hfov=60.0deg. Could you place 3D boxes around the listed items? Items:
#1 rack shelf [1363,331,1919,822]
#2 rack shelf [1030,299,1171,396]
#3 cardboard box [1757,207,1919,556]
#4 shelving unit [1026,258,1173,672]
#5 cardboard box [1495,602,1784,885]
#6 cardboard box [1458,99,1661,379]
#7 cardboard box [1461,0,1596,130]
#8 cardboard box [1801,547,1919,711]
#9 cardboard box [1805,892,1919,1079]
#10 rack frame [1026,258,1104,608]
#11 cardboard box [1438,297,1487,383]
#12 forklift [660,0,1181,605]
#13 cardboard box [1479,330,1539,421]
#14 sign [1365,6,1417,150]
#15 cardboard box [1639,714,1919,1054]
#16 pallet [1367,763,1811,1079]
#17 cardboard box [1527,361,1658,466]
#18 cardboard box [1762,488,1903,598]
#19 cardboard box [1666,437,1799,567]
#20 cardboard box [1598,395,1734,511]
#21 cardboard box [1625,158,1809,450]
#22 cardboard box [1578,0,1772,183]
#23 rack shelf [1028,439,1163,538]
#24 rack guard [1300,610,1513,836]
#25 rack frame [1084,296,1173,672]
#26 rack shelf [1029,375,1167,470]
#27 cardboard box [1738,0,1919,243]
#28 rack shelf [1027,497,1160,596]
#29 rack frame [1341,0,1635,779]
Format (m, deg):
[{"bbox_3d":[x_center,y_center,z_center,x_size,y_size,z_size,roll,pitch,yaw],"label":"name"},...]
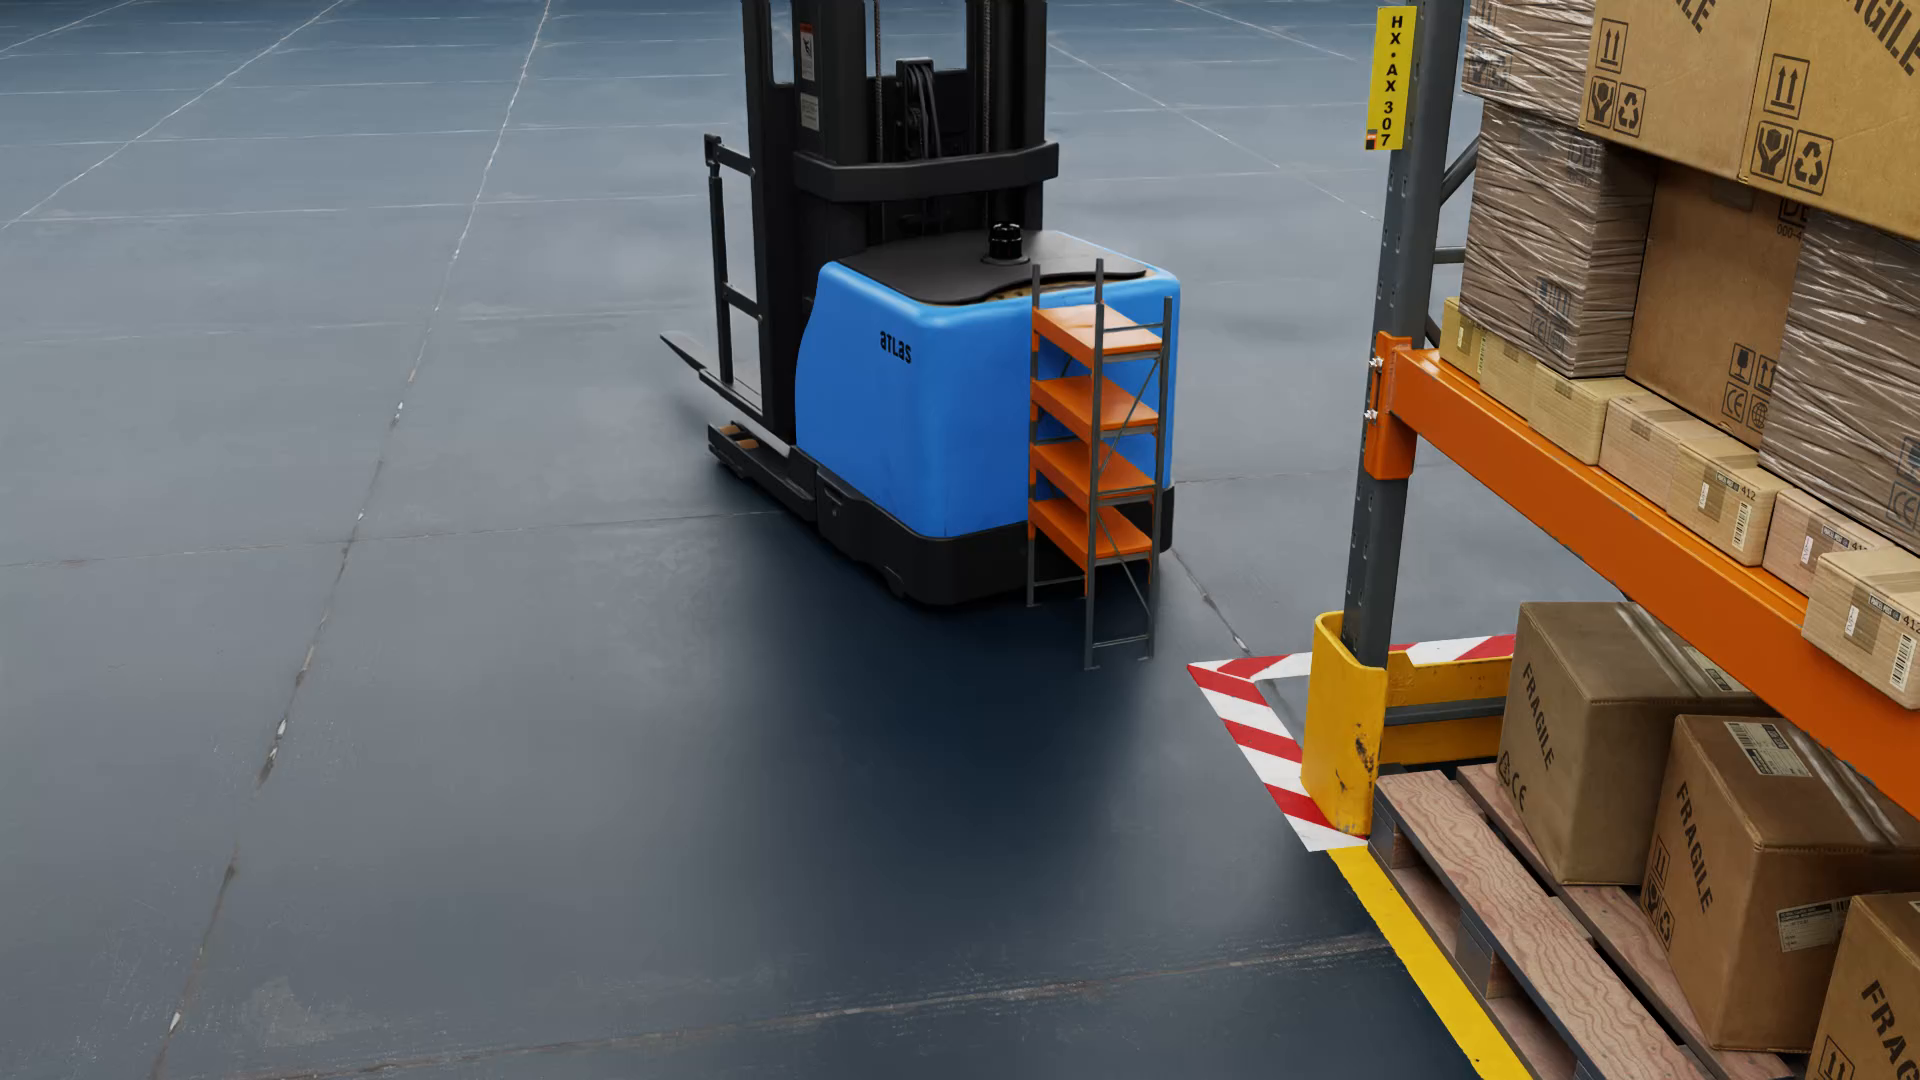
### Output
[{"bbox_3d":[1.912,0.396,2.495,1.077,0.370,4.000,-4,24,-10],"label":"rack shelf"},{"bbox_3d":[0.427,-0.602,5.148,0.258,0.148,0.480,-8,25,-18],"label":"rack shelf"},{"bbox_3d":[1.878,-0.297,2.685,0.875,0.500,0.500,-4,24,-10],"label":"cardboard box"},{"bbox_3d":[0.427,-0.242,5.305,0.258,1.200,0.503,-8,25,-18],"label":"shelving unit"},{"bbox_3d":[1.641,0.479,4.003,0.500,0.500,0.500,0,24,0],"label":"cardboard box"},{"bbox_3d":[1.617,-0.684,3.572,0.875,0.500,0.500,-4,24,-10],"label":"cardboard box"},{"bbox_3d":[1.376,-1.124,3.331,0.500,0.500,0.500,-4,24,-10],"label":"cardboard box"},{"bbox_3d":[1.543,0.122,2.538,0.380,0.149,0.250,-4,24,-10],"label":"cardboard box"},{"bbox_3d":[1.883,0.960,2.903,0.500,0.500,0.500,-2,24,-5],"label":"cardboard box"},{"bbox_3d":[0.344,-0.334,5.516,0.240,1.200,0.015,-8,25,-18],"label":"rack frame"},{"bbox_3d":[1.361,-0.476,3.905,0.380,0.149,0.250,-4,24,-10],"label":"cardboard box"},{"bbox_3d":[-0.398,-1.673,6.419,1.130,2.935,3.031,-13,27,-27],"label":"forklift"},{"bbox_3d":[1.388,-0.376,3.677,0.380,0.149,0.250,-4,24,-10],"label":"cardboard box"},{"bbox_3d":[1.009,-1.077,3.886,0.100,0.325,0.005,-4,24,-10],"label":"sign"},{"bbox_3d":[1.786,0.712,3.470,0.500,0.500,0.500,2,24,4],"label":"cardboard box"},{"bbox_3d":[1.672,0.909,3.904,1.003,0.211,1.213,-4,24,-10],"label":"pallet"},{"bbox_3d":[1.420,-0.276,3.449,0.380,0.149,0.250,-4,24,-10],"label":"cardboard box"},{"bbox_3d":[1.599,0.016,2.780,0.380,0.149,0.250,-4,24,-10],"label":"cardboard box"},{"bbox_3d":[1.526,-0.081,3.001,0.380,0.149,0.250,-4,24,-10],"label":"cardboard box"},{"bbox_3d":[1.486,-0.180,3.227,0.380,0.149,0.250,-4,24,-10],"label":"cardboard box"},{"bbox_3d":[1.827,-0.496,3.142,0.875,0.500,0.500,-4,24,-10],"label":"cardboard box"},{"bbox_3d":[1.462,-0.927,2.879,0.500,0.500,0.500,-4,24,-10],"label":"cardboard box"},{"bbox_3d":[0.427,-0.181,5.332,0.258,0.148,0.480,-8,25,-18],"label":"rack shelf"},{"bbox_3d":[1.556,0.455,4.584,1.175,0.500,0.348,-4,24,-10],"label":"rack guard"},{"bbox_3d":[0.510,-0.150,5.095,0.240,1.200,0.015,-8,25,-18],"label":"rack frame"},{"bbox_3d":[0.427,-0.386,5.243,0.258,0.148,0.480,-8,25,-18],"label":"rack shelf"},{"bbox_3d":[1.556,-0.731,2.429,0.500,0.500,0.500,-4,24,-10],"label":"cardboard box"},{"bbox_3d":[0.427,0.001,5.412,0.258,0.148,0.480,-8,25,-18],"label":"rack shelf"},{"bbox_3d":[1.542,-0.720,4.152,1.000,3.000,0.127,-4,24,-10],"label":"rack frame"}]
